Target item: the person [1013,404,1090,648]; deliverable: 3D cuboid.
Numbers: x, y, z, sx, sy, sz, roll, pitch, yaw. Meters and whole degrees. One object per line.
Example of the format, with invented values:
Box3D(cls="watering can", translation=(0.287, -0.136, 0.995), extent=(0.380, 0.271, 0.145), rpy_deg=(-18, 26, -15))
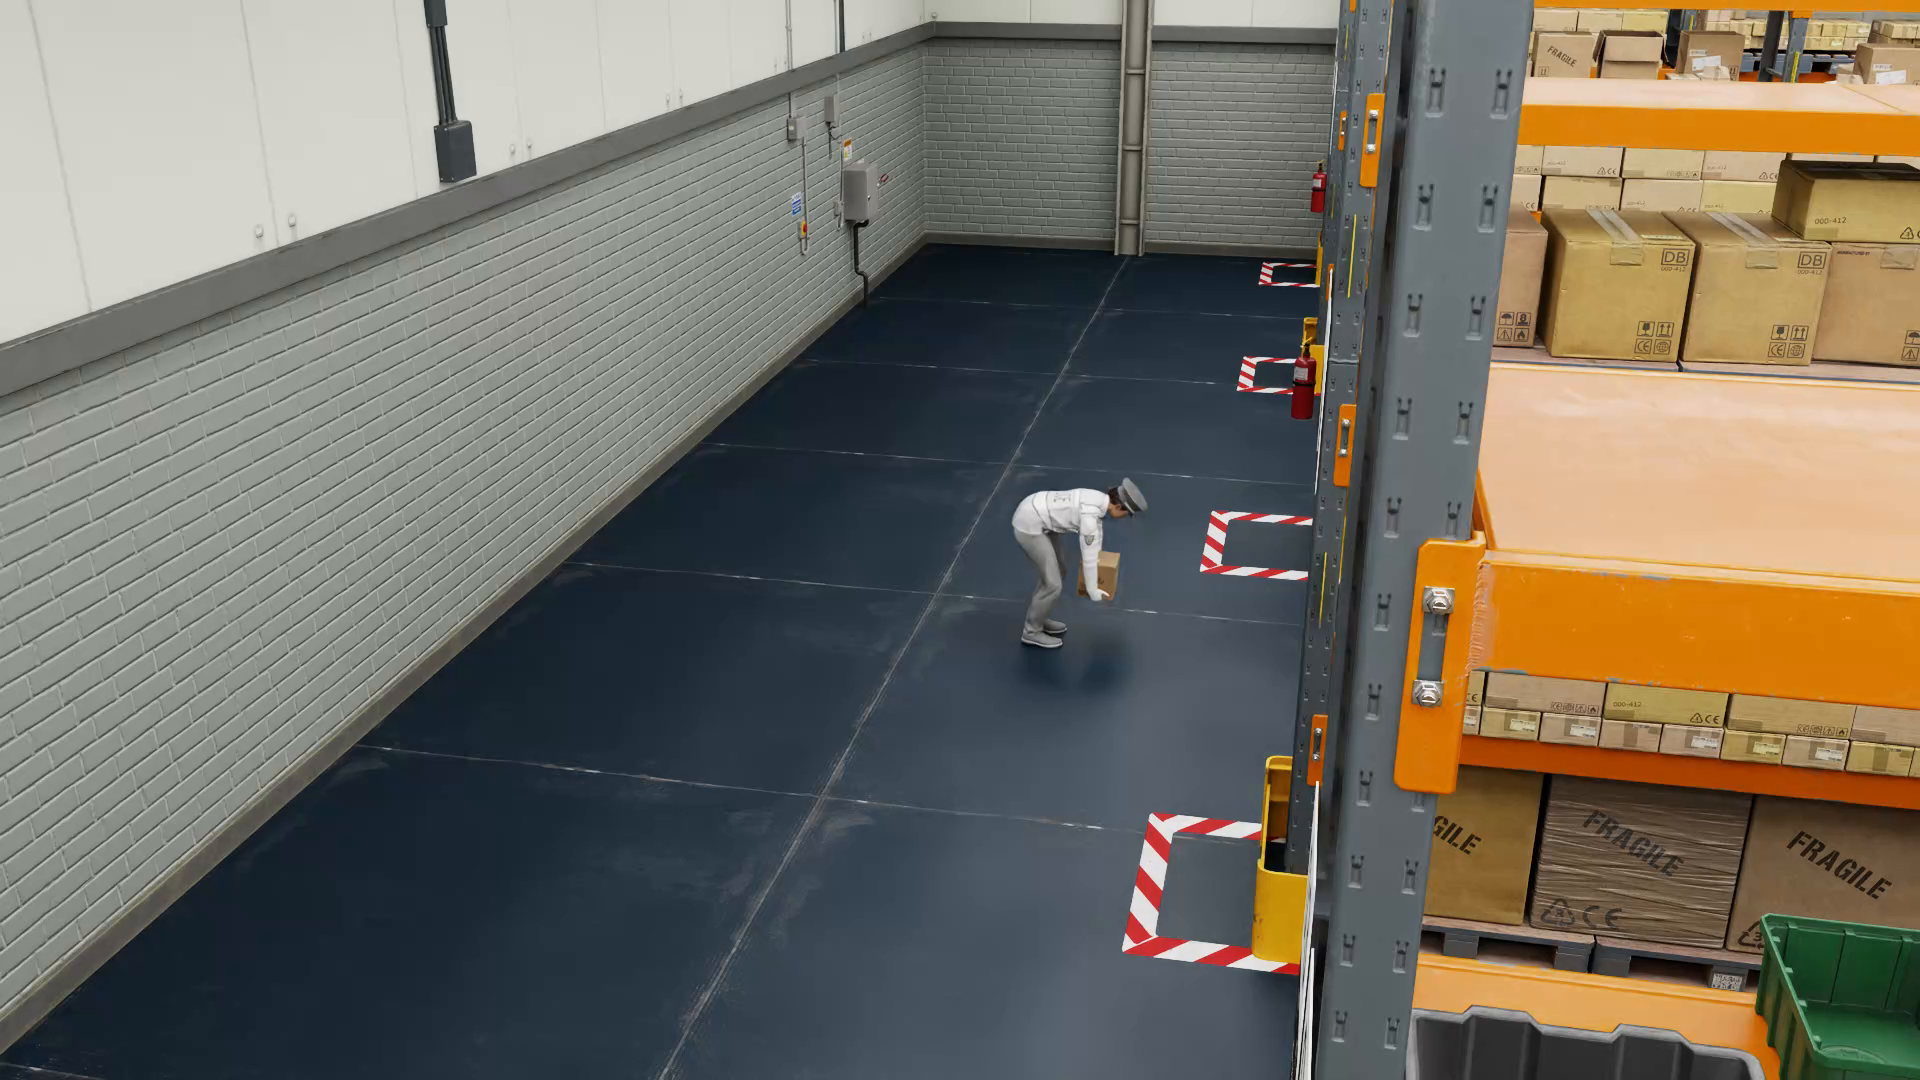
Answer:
Box3D(cls="person", translation=(0.625, -0.101, 11.310), extent=(0.560, 1.686, 0.459), rpy_deg=(5, 22, 12))
